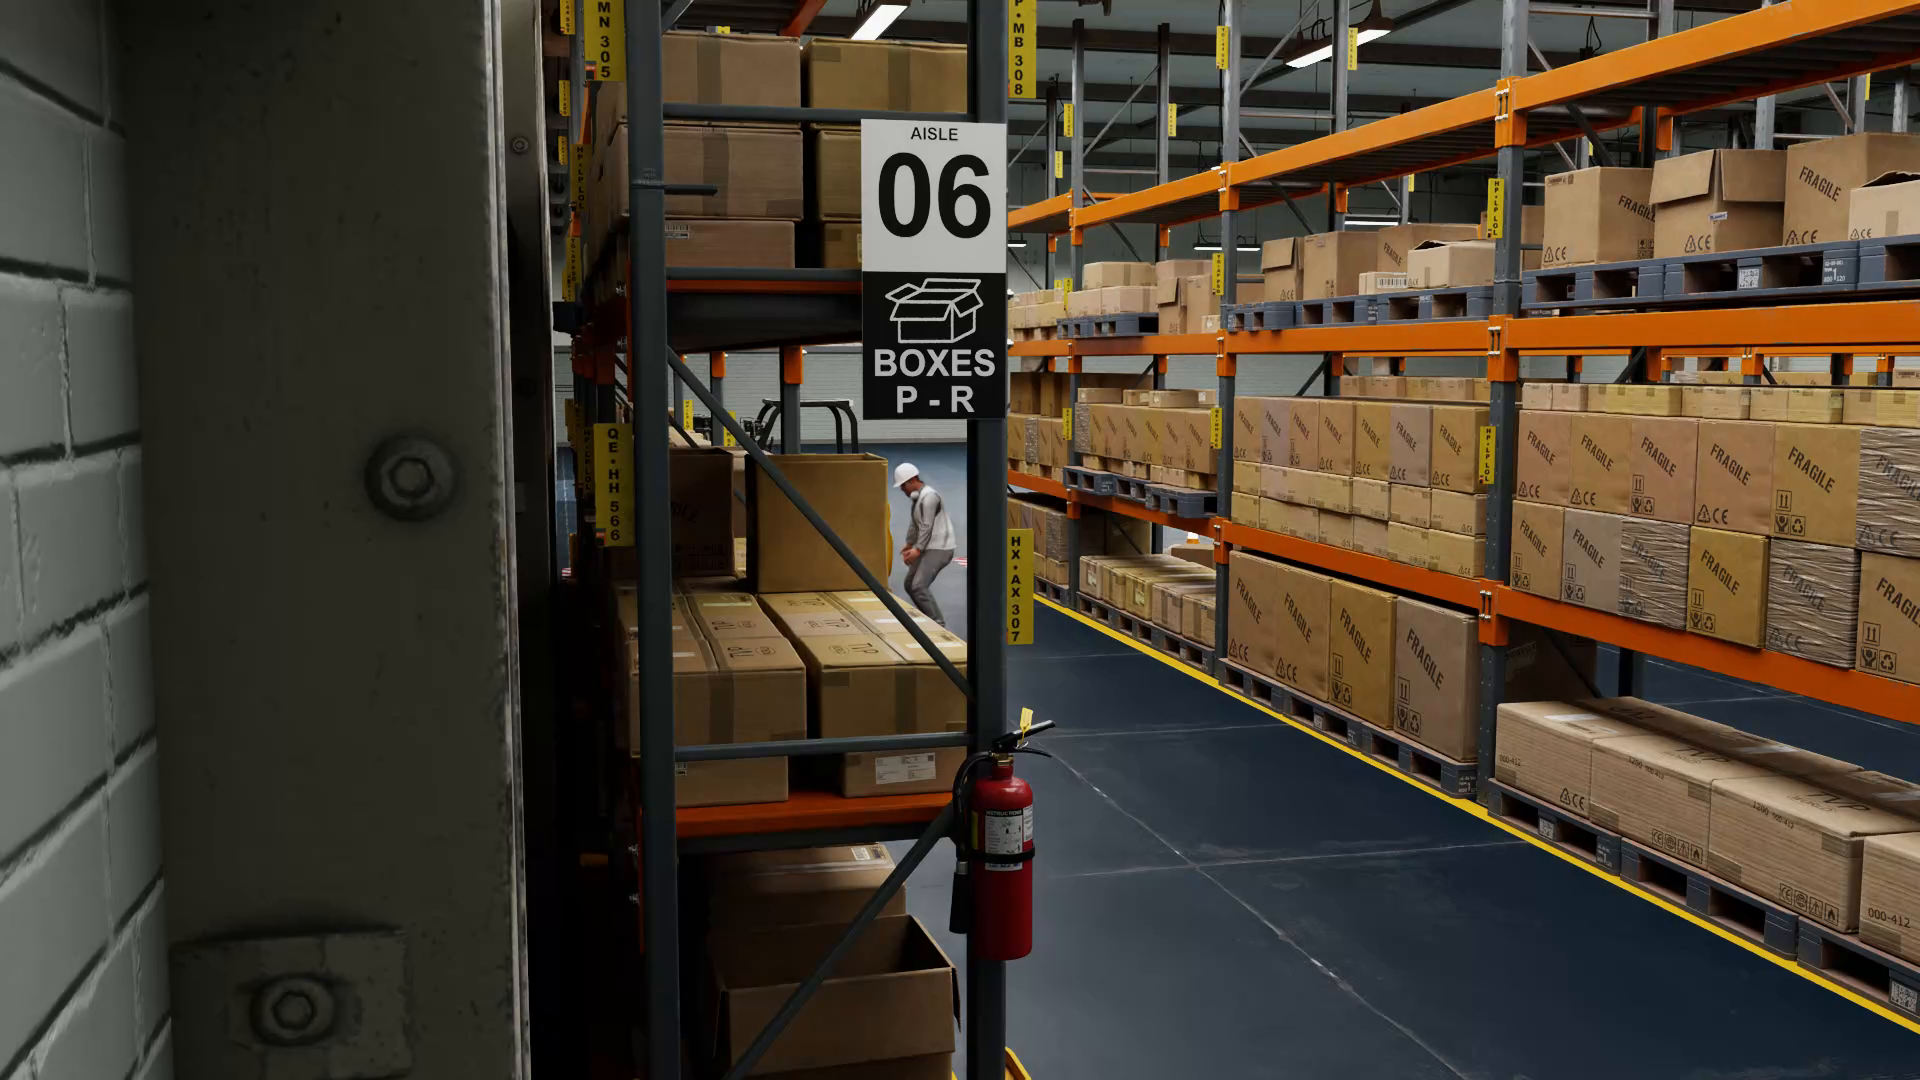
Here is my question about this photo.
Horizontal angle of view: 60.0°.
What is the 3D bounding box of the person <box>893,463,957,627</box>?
[{"bbox_3d":[-0.345,0.077,15.829,0.604,1.628,0.540,-1,6,-13],"label":"person"}]
